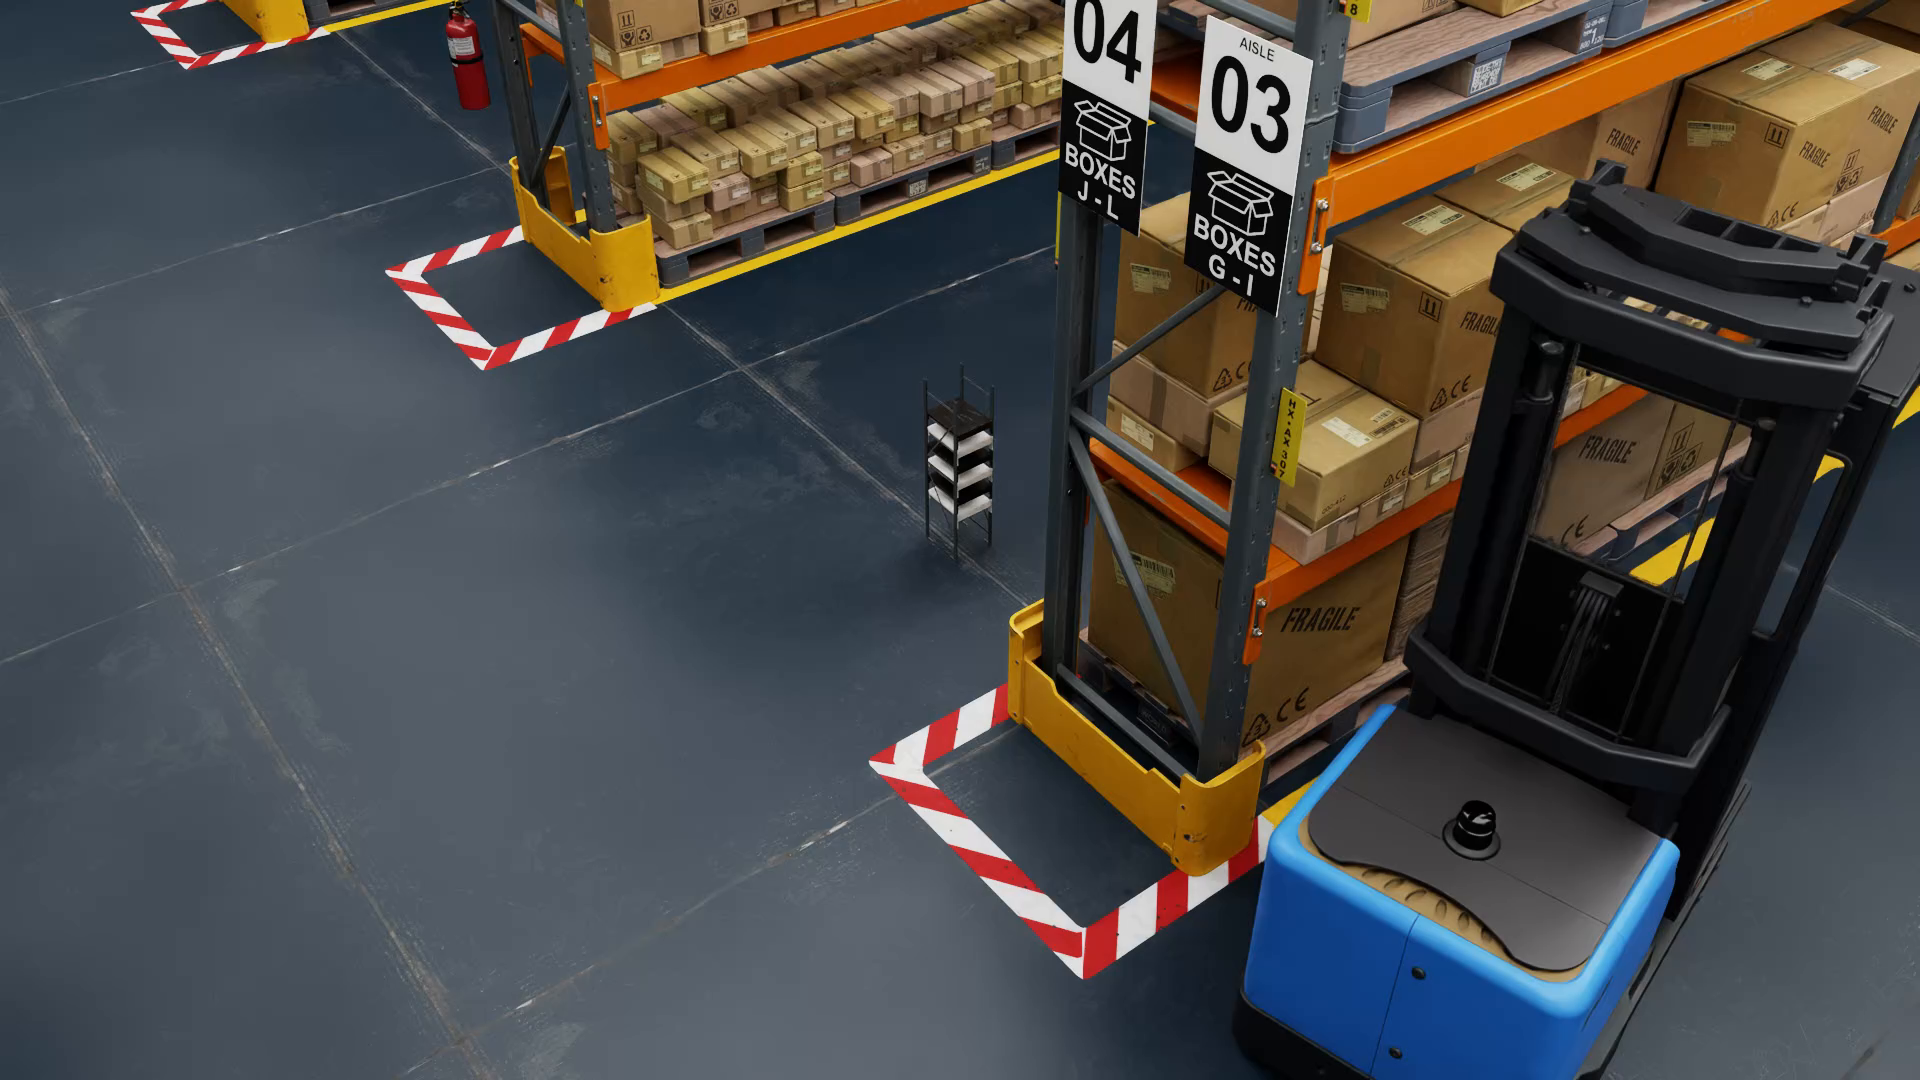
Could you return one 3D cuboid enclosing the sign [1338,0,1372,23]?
[{"bbox_3d":[1.018,-1.479,4.205,0.005,0.325,0.100,-26,46,-28],"label":"sign"}]

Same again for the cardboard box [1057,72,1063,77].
[{"bbox_3d":[0.651,-3.094,10.972,0.250,0.149,0.380,-28,47,-30],"label":"cardboard box"}]

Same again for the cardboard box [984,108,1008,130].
[{"bbox_3d":[0.101,-2.815,10.867,0.250,0.149,0.380,-27,47,-29],"label":"cardboard box"}]

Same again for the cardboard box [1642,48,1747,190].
[{"bbox_3d":[2.926,-1.882,7.105,0.500,0.500,0.500,-26,46,-28],"label":"cardboard box"}]

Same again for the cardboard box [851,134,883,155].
[{"bbox_3d":[-0.682,-2.551,10.310,0.250,0.149,0.380,-24,45,-26],"label":"cardboard box"}]

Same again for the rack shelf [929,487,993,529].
[{"bbox_3d":[-0.006,-0.180,7.730,0.200,0.077,0.258,-26,46,-28],"label":"rack shelf"}]

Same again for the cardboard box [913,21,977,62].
[{"bbox_3d":[-0.103,-3.261,10.942,0.250,0.149,0.380,-27,47,-29],"label":"cardboard box"}]

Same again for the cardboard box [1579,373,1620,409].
[{"bbox_3d":[2.386,-0.701,6.572,0.250,0.149,0.380,-27,47,-29],"label":"cardboard box"}]

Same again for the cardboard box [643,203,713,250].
[{"bbox_3d":[-1.647,-1.867,9.711,0.250,0.149,0.380,-25,46,-27],"label":"cardboard box"}]

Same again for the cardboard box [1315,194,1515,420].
[{"bbox_3d":[1.626,-0.822,5.813,0.500,0.500,0.500,-27,47,-29],"label":"cardboard box"}]

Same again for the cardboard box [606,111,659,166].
[{"bbox_3d":[-1.992,-2.388,9.877,0.250,0.149,0.380,-25,46,-28],"label":"cardboard box"}]

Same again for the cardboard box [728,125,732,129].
[{"bbox_3d":[-1.326,-2.542,10.299,0.250,0.149,0.380,-27,46,-29],"label":"cardboard box"}]

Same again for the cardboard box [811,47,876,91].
[{"bbox_3d":[-0.740,-2.982,10.601,0.250,0.149,0.380,-26,46,-28],"label":"cardboard box"}]

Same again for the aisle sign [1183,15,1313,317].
[{"bbox_3d":[0.810,-1.059,4.759,0.004,0.787,0.394,-26,46,-28],"label":"aisle sign"}]

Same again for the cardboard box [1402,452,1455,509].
[{"bbox_3d":[1.573,-0.305,6.089,0.250,0.149,0.380,-27,47,-29],"label":"cardboard box"}]

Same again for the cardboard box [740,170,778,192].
[{"bbox_3d":[-1.294,-2.231,9.920,0.250,0.149,0.380,-25,46,-28],"label":"cardboard box"}]

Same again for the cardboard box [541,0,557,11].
[{"bbox_3d":[-2.058,-3.222,9.133,0.500,0.500,0.500,-25,46,-27],"label":"cardboard box"}]

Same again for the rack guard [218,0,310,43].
[{"bbox_3d":[-5.373,-4.240,12.658,0.348,0.500,1.175,-26,46,-28],"label":"rack guard"}]

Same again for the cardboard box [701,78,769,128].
[{"bbox_3d":[-1.386,-2.688,10.243,0.250,0.149,0.380,-28,47,-30],"label":"cardboard box"}]

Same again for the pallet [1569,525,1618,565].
[{"bbox_3d":[2.238,0.029,7.682,1.213,0.211,1.003,-26,46,-28],"label":"pallet"}]

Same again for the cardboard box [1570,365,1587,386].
[{"bbox_3d":[2.039,-0.736,6.299,0.500,0.250,0.500,-28,47,-29],"label":"cardboard box"}]

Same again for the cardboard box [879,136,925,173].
[{"bbox_3d":[-0.429,-2.472,10.448,0.250,0.149,0.380,-26,46,-28],"label":"cardboard box"}]

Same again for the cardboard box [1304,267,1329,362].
[{"bbox_3d":[1.310,-0.806,6.384,0.500,0.250,0.500,-27,46,-29],"label":"cardboard box"}]

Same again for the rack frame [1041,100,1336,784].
[{"bbox_3d":[0.685,-0.232,5.801,0.127,3.000,1.000,-26,46,-28],"label":"rack frame"}]

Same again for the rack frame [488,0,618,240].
[{"bbox_3d":[-2.258,-2.766,8.890,0.127,3.000,1.000,-26,46,-28],"label":"rack frame"}]

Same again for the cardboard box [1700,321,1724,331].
[{"bbox_3d":[2.998,-1.000,6.936,0.250,0.149,0.380,-25,46,-27],"label":"cardboard box"}]

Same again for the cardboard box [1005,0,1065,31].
[{"bbox_3d":[0.515,-3.573,11.321,0.250,0.149,0.380,-24,45,-26],"label":"cardboard box"}]

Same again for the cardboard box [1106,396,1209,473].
[{"bbox_3d":[0.766,-0.438,6.251,0.250,0.149,0.380,-25,46,-27],"label":"cardboard box"}]

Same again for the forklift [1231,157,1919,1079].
[{"bbox_3d":[2.245,0.073,5.483,1.130,2.935,3.031,27,46,29],"label":"forklift"}]

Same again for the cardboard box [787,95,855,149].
[{"bbox_3d":[-0.840,-2.527,10.047,0.250,0.149,0.380,-24,45,-27],"label":"cardboard box"}]

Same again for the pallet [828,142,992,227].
[{"bbox_3d":[-0.565,-2.482,10.742,1.213,0.211,1.003,-26,46,-28],"label":"pallet"}]

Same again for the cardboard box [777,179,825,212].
[{"bbox_3d":[-1.027,-2.153,10.059,0.250,0.149,0.380,-25,46,-28],"label":"cardboard box"}]

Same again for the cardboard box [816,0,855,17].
[{"bbox_3d":[-0.814,-3.168,9.578,0.250,0.149,0.380,-27,46,-29],"label":"cardboard box"}]

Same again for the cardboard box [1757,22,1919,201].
[{"bbox_3d":[3.655,-1.813,7.021,0.500,0.500,0.500,-25,45,-27],"label":"cardboard box"}]

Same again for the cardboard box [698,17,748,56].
[{"bbox_3d":[-1.378,-2.825,9.160,0.250,0.149,0.380,-27,47,-29],"label":"cardboard box"}]

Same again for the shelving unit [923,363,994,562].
[{"bbox_3d":[-0.006,-0.345,7.594,0.210,0.900,0.258,-26,46,-28],"label":"shelving unit"}]

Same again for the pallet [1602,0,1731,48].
[{"bbox_3d":[2.235,-2.124,5.812,1.213,0.211,1.003,-26,46,-28],"label":"pallet"}]

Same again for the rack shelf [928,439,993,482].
[{"bbox_3d":[-0.006,-0.389,7.558,0.200,0.077,0.258,-26,46,-28],"label":"rack shelf"}]

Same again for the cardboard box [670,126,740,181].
[{"bbox_3d":[-1.490,-2.254,9.714,0.250,0.149,0.380,-25,46,-27],"label":"cardboard box"}]

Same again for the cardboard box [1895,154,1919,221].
[{"bbox_3d":[4.373,-1.869,7.718,0.500,0.500,0.500,-26,46,-28],"label":"cardboard box"}]

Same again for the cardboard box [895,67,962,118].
[{"bbox_3d":[-0.199,-2.792,10.370,0.250,0.149,0.380,-28,47,-30],"label":"cardboard box"}]

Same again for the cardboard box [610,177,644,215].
[{"bbox_3d":[-1.967,-2.134,10.036,0.250,0.149,0.380,-25,46,-27],"label":"cardboard box"}]

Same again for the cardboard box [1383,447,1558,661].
[{"bbox_3d":[1.865,-0.212,7.121,0.875,0.875,0.875,-26,46,-28],"label":"cardboard box"}]

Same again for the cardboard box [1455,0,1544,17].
[{"bbox_3d":[1.584,-2.016,5.123,0.500,0.500,0.700,-28,47,-30],"label":"cardboard box"}]

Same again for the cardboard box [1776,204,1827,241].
[{"bbox_3d":[3.257,-1.331,7.025,0.500,0.250,0.500,-25,45,-27],"label":"cardboard box"}]

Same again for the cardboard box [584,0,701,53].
[{"bbox_3d":[-1.733,-2.954,8.806,0.500,0.500,0.500,-24,45,-26],"label":"cardboard box"}]

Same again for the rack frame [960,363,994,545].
[{"bbox_3d":[0.074,-0.384,7.642,0.006,0.900,0.240,-26,46,-28],"label":"rack frame"}]

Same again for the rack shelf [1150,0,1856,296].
[{"bbox_3d":[2.271,-1.887,6.021,4.000,0.370,1.077,-26,46,-28],"label":"rack shelf"}]

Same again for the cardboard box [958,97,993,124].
[{"bbox_3d":[0.001,-2.826,10.645,0.250,0.149,0.380,-25,45,-27],"label":"cardboard box"}]

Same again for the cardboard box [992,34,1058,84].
[{"bbox_3d":[0.419,-3.115,10.763,0.250,0.149,0.380,-26,46,-28],"label":"cardboard box"}]
